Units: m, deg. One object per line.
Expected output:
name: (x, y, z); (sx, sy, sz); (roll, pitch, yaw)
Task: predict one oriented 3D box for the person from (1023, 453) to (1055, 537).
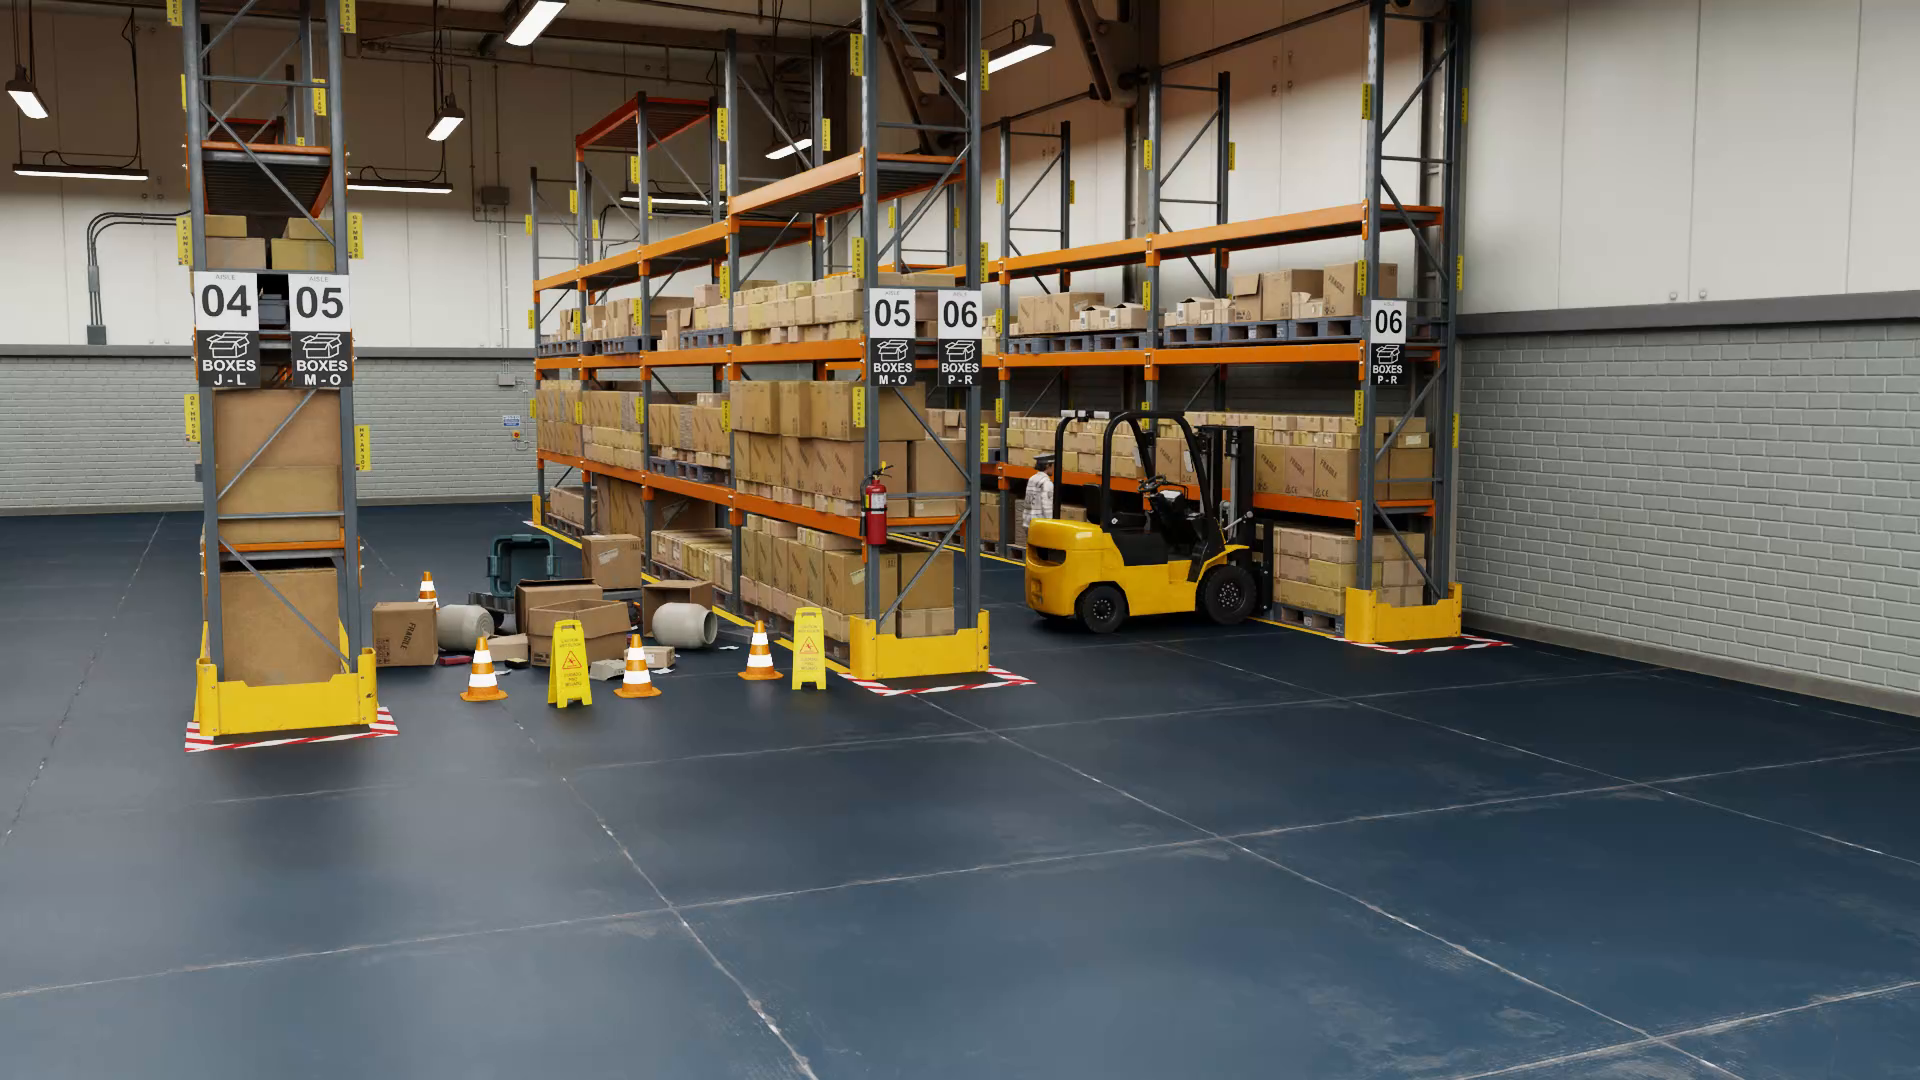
person: (0.892, -0.118, 18.216); (0.374, 1.662, 0.528); (-2, 6, -23)
